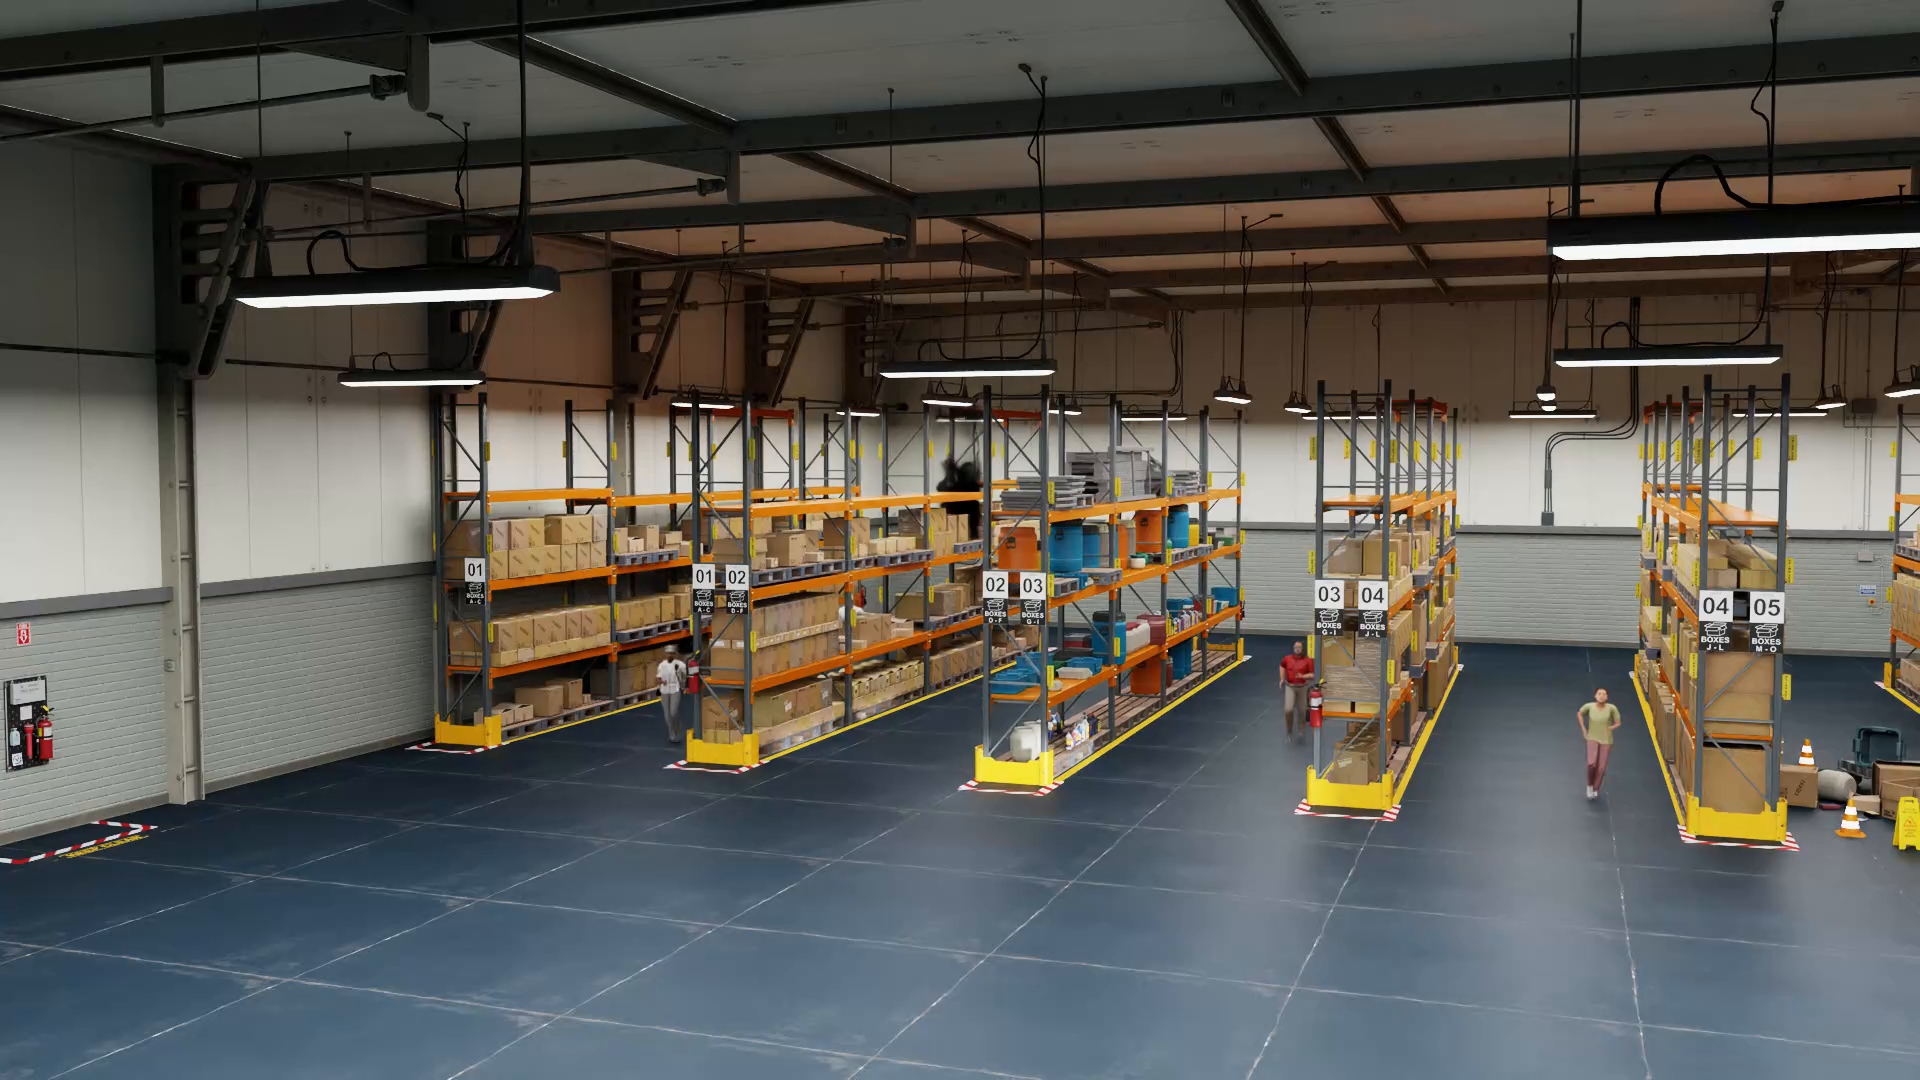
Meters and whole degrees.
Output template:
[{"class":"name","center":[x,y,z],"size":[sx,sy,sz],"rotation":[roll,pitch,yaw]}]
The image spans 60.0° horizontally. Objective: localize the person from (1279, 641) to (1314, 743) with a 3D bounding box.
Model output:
[{"class":"person","center":[5.802,2.631,28.631],"size":[0.637,1.781,0.751],"rotation":[1,3,16]}]

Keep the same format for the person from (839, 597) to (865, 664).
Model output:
[{"class":"person","center":[-2.485,2.124,37.404],"size":[0.723,1.793,0.864],"rotation":[1,3,15]}]

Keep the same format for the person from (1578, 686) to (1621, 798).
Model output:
[{"class":"person","center":[9.169,2.898,23.842],"size":[0.574,1.627,0.652],"rotation":[1,3,16]}]

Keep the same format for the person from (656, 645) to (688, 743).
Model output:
[{"class":"person","center":[-4.941,2.639,28.520],"size":[0.546,1.690,0.670],"rotation":[0,3,6]}]
